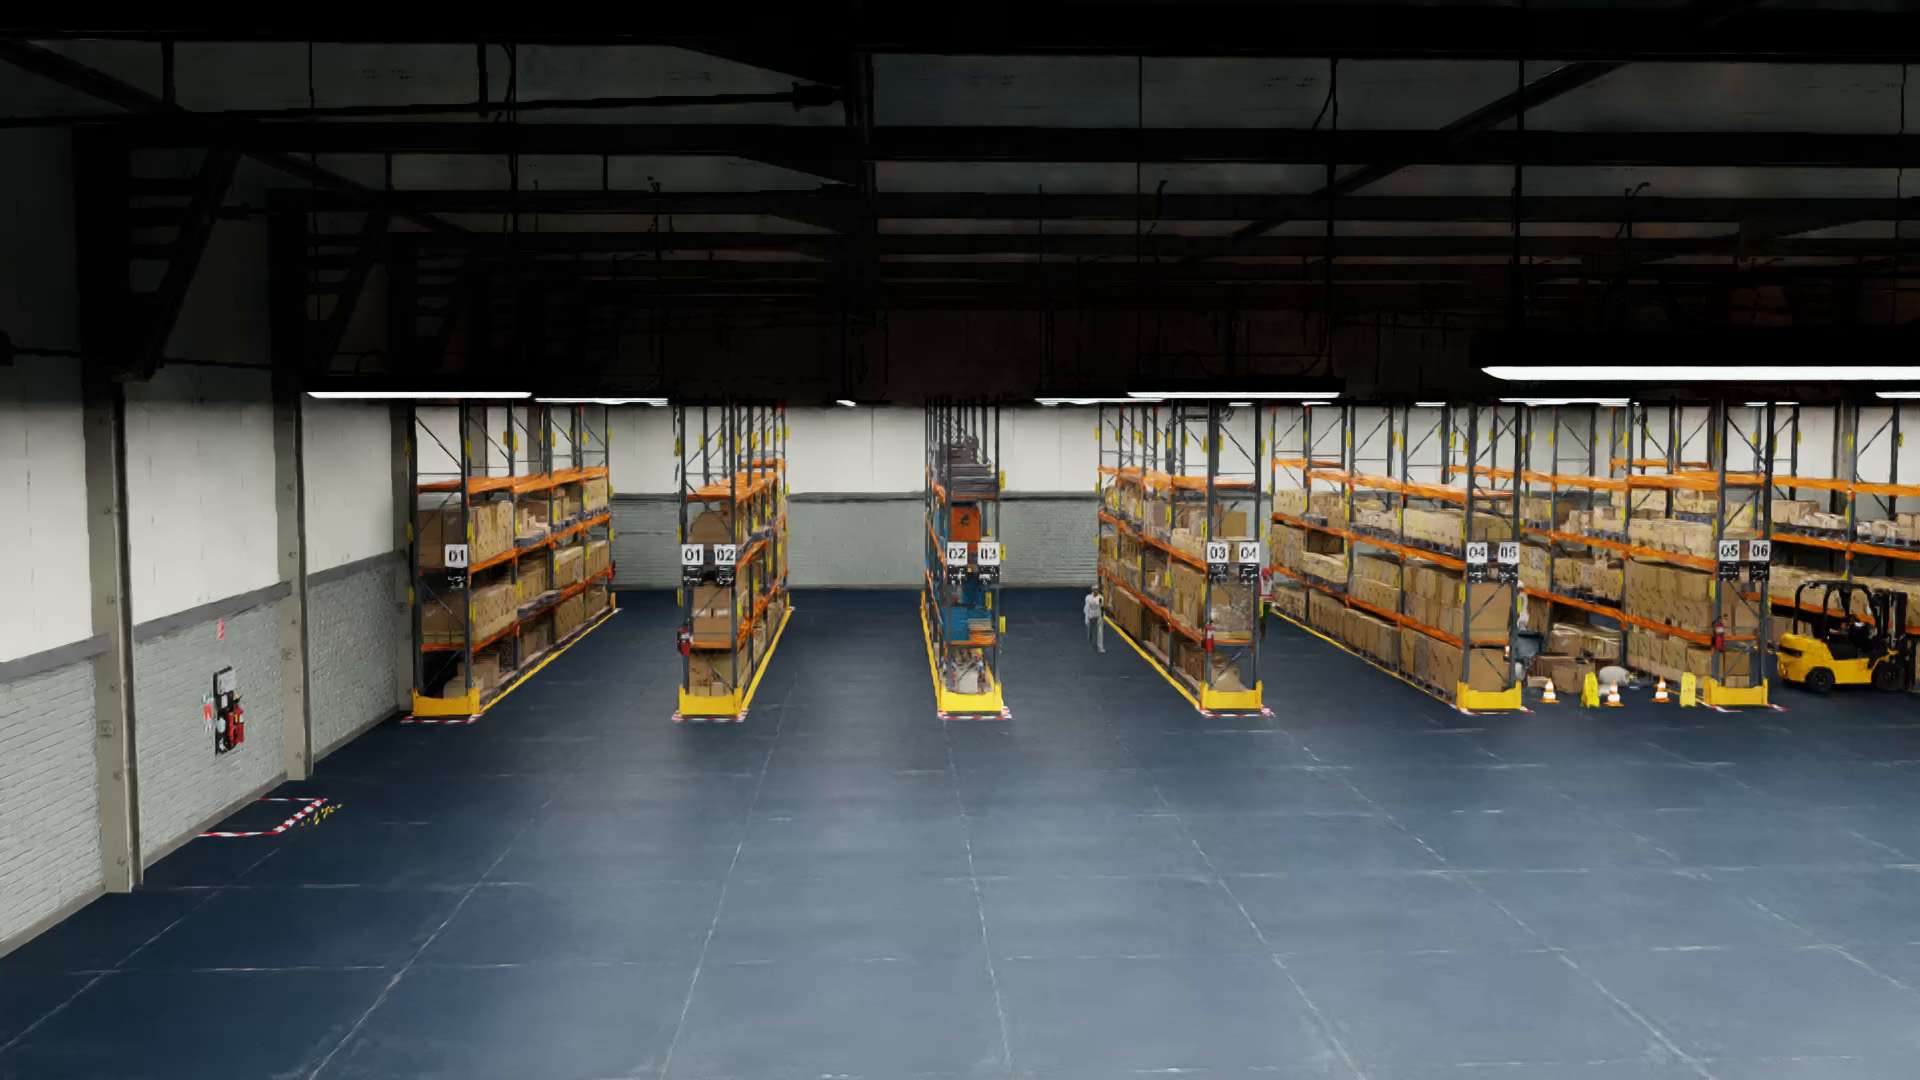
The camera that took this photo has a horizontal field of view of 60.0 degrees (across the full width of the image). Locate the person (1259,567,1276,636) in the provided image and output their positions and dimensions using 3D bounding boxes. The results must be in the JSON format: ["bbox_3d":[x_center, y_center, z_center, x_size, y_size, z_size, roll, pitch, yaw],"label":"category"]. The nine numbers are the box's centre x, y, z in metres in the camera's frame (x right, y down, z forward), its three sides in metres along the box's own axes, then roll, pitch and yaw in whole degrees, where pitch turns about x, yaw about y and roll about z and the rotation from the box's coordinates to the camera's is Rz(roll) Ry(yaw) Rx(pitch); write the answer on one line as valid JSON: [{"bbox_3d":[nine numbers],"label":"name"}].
[{"bbox_3d":[7.701,1.539,41.983,0.550,1.709,1.128,0,5,-5],"label":"person"}]

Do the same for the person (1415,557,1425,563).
[{"bbox_3d":[12.373,1.284,44.850,0.587,1.768,0.646,1,5,16],"label":"person"}]

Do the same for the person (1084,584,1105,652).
[{"bbox_3d":[3.171,1.808,39.269,0.482,1.589,1.086,0,5,0],"label":"person"}]

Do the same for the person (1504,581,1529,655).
[{"bbox_3d":[12.736,1.818,37.960,0.584,1.782,0.665,2,5,25],"label":"person"}]

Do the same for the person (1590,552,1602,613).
[{"bbox_3d":[17.837,1.187,46.558,0.578,1.722,0.715,0,5,0],"label":"person"}]
